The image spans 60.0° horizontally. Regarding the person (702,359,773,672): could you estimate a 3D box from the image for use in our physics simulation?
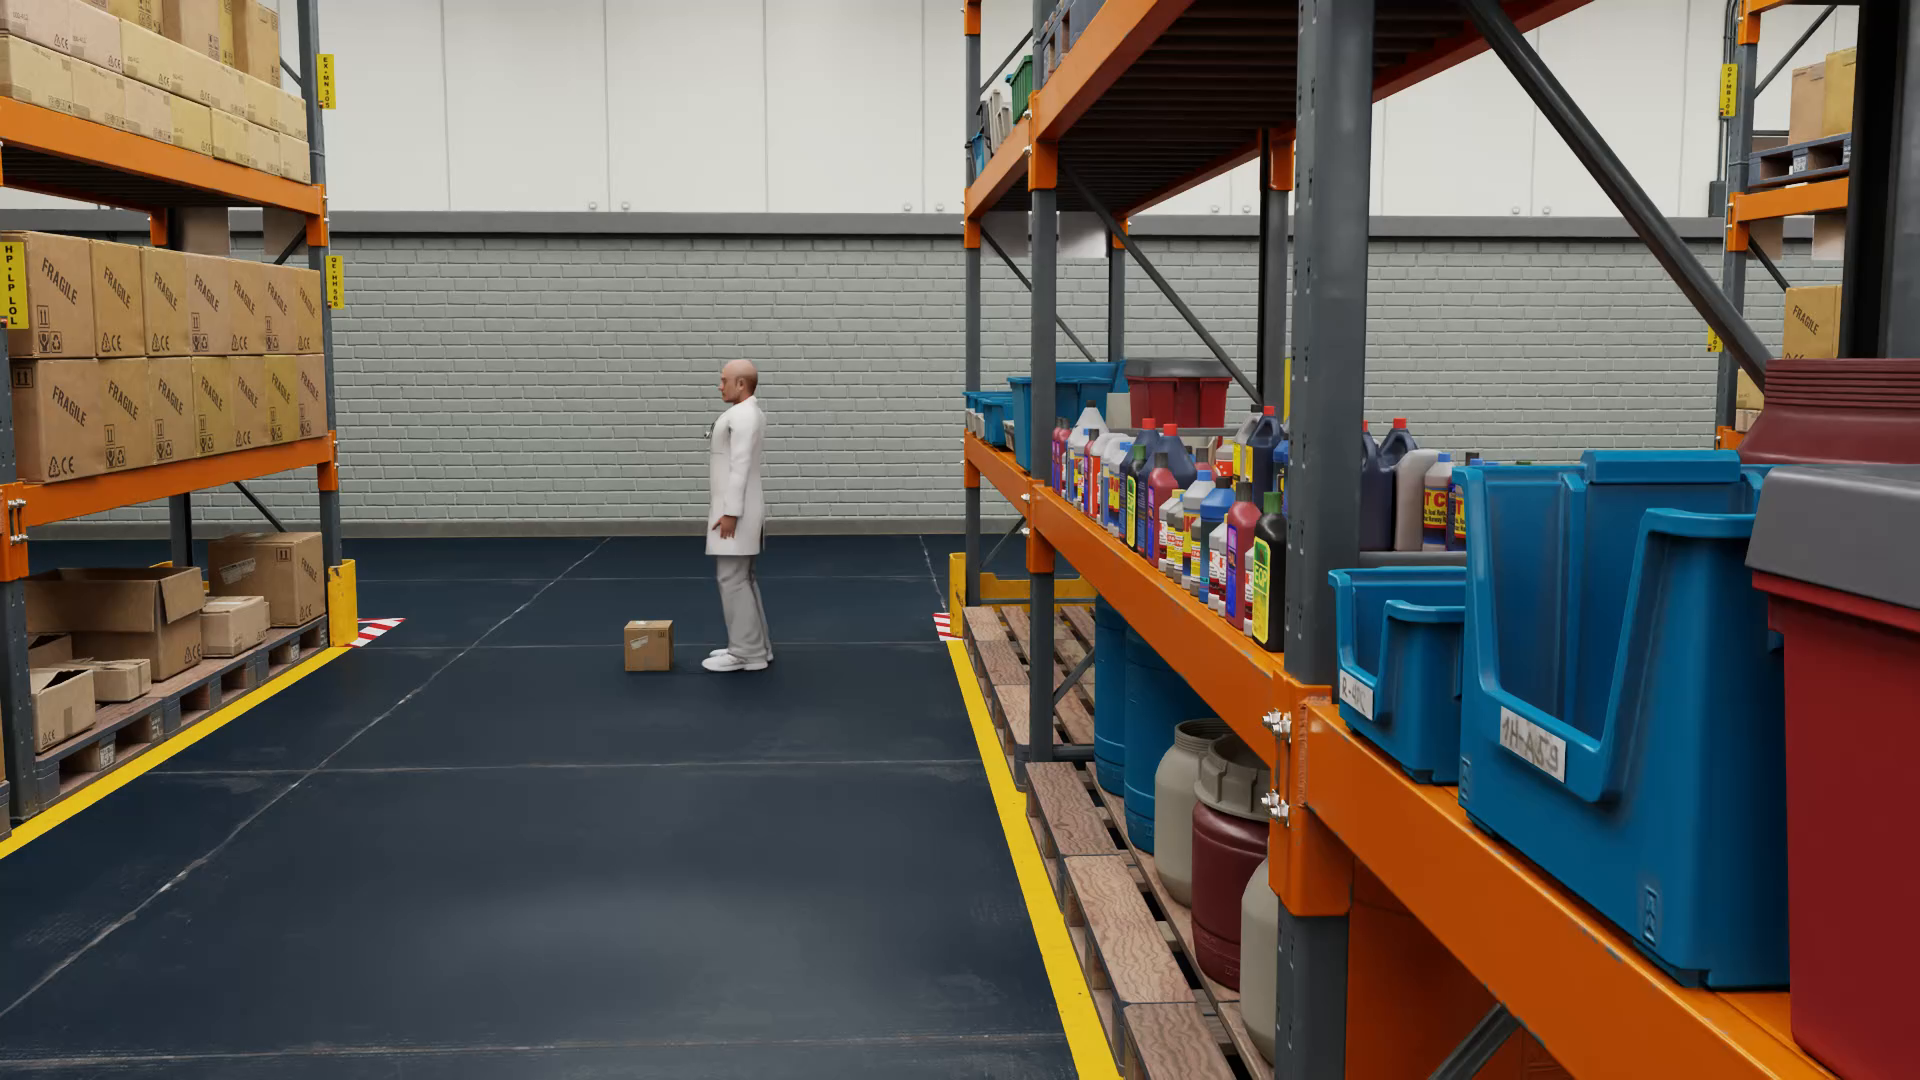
[{"bbox_3d":[-1.289,-0.145,9.554,0.388,1.776,0.562,0,7,-2],"label":"person"}]
